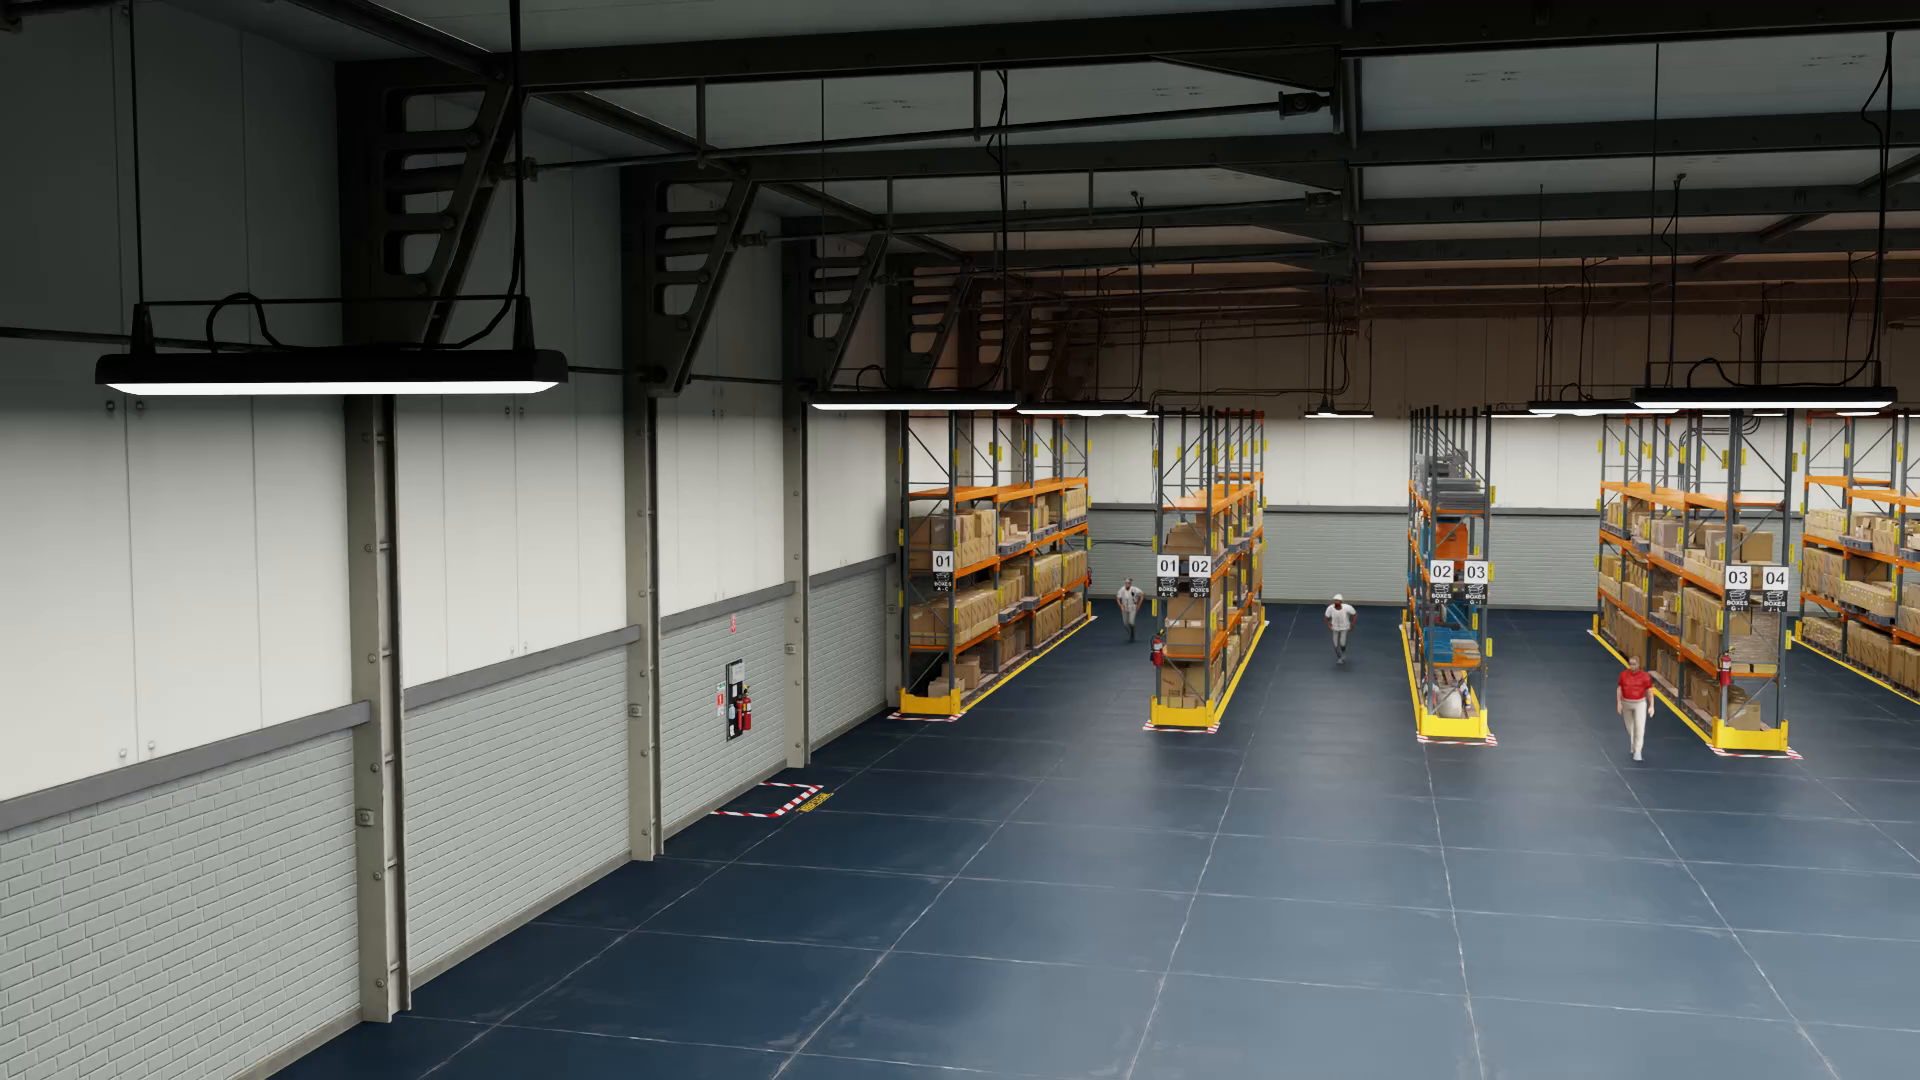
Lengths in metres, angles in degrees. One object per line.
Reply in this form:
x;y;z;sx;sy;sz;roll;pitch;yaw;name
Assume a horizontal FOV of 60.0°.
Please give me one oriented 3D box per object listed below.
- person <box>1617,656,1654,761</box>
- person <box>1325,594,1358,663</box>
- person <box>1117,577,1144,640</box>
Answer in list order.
11.447;2.825;28.270;0.591;1.690;0.884;4;6;43;person
8.957;2.078;39.094;0.750;1.651;0.689;2;4;22;person
4.425;1.792;43.170;0.693;1.682;0.729;2;4;22;person
